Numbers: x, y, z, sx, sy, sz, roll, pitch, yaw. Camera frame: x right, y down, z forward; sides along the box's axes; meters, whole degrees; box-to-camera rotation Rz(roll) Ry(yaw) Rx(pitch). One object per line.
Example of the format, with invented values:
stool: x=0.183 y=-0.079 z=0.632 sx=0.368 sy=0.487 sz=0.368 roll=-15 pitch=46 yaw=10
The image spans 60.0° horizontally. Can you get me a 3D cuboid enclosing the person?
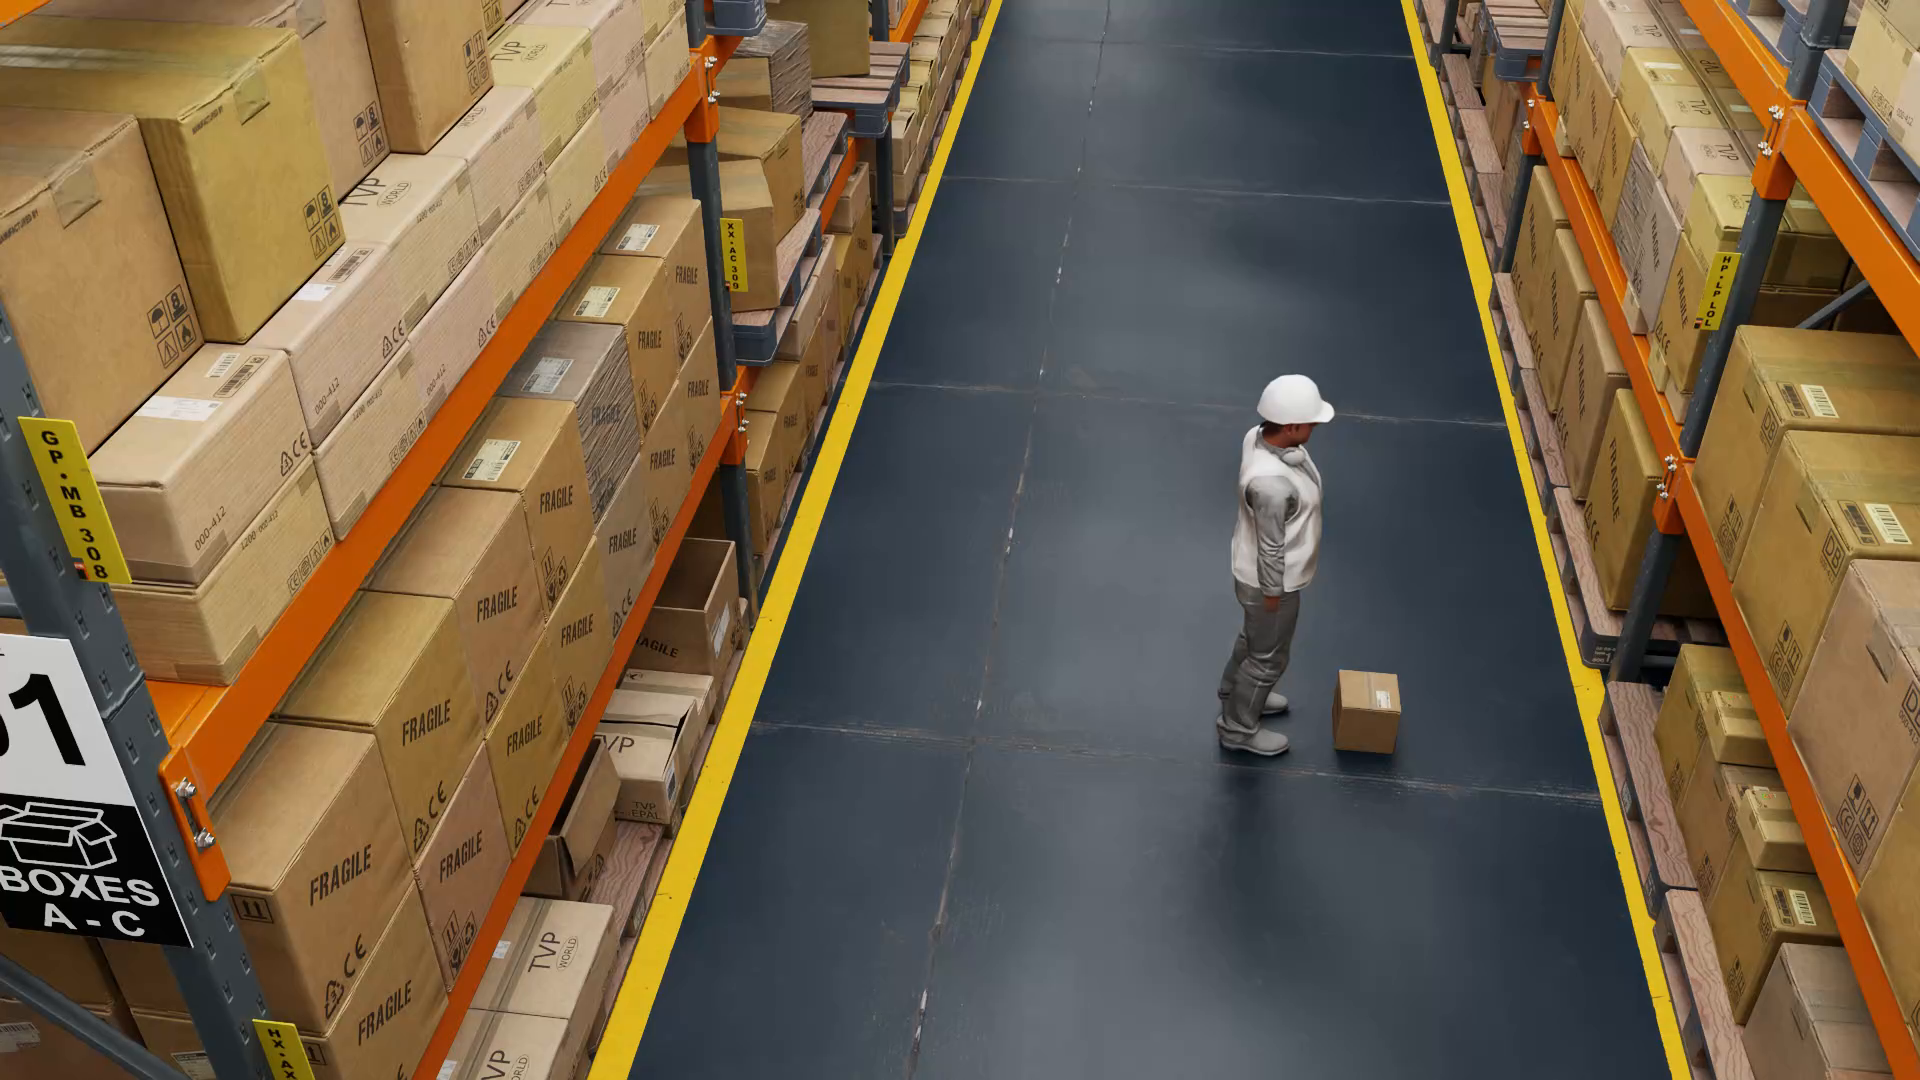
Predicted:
person: x=1.295 y=0.095 z=6.894 sx=0.359 sy=1.766 sz=0.533 roll=5 pitch=36 yaw=7
